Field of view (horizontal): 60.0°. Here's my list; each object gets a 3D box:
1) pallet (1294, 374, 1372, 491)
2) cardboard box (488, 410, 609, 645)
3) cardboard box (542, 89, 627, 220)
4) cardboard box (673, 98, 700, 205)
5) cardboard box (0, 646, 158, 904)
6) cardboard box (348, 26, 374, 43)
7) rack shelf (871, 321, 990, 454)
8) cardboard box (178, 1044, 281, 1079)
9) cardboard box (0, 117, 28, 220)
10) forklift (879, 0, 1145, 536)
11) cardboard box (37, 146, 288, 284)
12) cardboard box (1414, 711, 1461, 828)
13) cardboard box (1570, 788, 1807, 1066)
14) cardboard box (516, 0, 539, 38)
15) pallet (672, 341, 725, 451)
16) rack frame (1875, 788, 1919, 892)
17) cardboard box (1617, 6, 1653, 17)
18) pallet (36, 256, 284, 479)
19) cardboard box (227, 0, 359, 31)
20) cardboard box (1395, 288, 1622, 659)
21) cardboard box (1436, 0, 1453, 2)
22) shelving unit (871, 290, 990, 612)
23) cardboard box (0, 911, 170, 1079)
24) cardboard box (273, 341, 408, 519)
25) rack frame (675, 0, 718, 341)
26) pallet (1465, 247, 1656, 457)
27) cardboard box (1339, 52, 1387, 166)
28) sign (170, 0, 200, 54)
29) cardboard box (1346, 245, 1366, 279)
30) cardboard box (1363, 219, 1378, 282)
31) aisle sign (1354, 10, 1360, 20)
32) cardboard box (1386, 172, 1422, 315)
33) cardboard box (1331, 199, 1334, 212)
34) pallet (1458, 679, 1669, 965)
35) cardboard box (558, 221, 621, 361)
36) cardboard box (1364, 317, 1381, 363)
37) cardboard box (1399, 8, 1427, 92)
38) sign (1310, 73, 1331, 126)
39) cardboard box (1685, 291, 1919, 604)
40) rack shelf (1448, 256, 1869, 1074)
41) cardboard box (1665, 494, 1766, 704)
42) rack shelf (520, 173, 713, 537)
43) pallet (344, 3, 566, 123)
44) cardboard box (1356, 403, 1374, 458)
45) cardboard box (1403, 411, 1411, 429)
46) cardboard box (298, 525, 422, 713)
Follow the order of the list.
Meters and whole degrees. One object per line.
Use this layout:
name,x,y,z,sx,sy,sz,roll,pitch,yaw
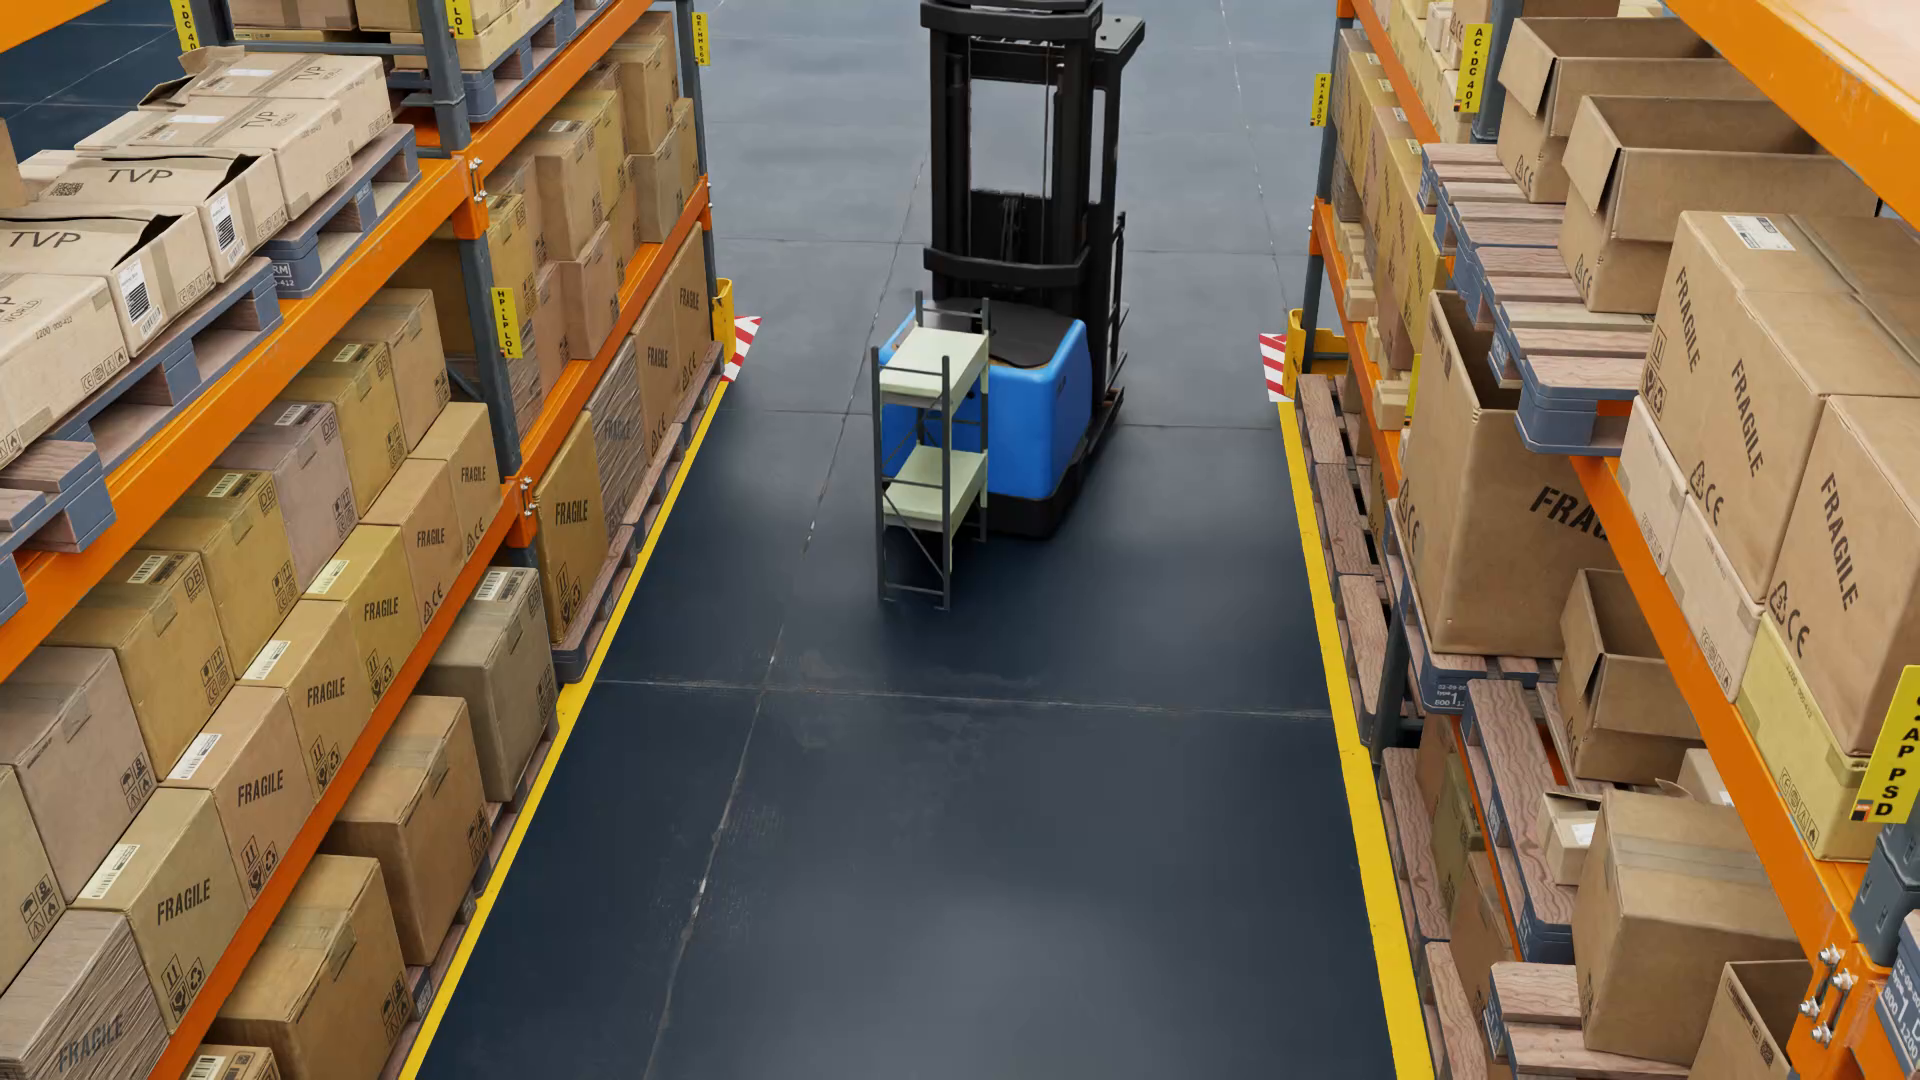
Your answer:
pallet,2.659,-0.668,10.414,1.003,0.211,1.213,2,32,4
cardboard box,-2.374,-0.092,8.445,0.875,0.875,0.875,3,32,5
cardboard box,-2.285,-2.053,8.831,0.875,0.550,0.500,2,32,4
cardboard box,-2.154,-2.451,10.506,0.875,0.550,0.550,2,32,4
cardboard box,-2.734,0.633,4.596,0.700,0.500,0.500,2,32,3
cardboard box,-2.763,-2.219,7.156,0.380,0.149,0.250,3,32,5
rack shelf,-0.144,-0.805,8.663,0.431,0.370,0.720,9,33,14
cardboard box,-2.681,2.064,5.065,1.050,0.750,0.750,2,32,3
cardboard box,-2.958,-0.862,4.620,0.500,0.500,0.500,2,32,4
forklift,0.441,-2.033,10.036,1.130,2.935,3.031,9,33,14
cardboard box,-2.418,-1.026,5.066,0.500,0.311,0.500,1,32,2
cardboard box,2.369,0.970,7.060,0.700,0.500,0.500,0,32,0
cardboard box,2.065,1.063,4.451,0.700,0.500,0.500,7,32,11
cardboard box,-2.085,-2.325,7.328,0.380,0.149,0.250,2,32,4
pallet,-2.156,-0.975,10.911,1.003,0.211,1.213,2,32,4
rack frame,2.115,-0.689,2.071,1.000,3.000,0.127,2,32,4
cardboard box,2.748,-2.180,7.112,0.380,0.149,0.250,3,32,5
pallet,-2.733,-0.520,4.837,1.003,0.211,1.213,4,32,6
cardboard box,-2.711,-2.321,6.942,0.500,0.250,0.500,2,32,3
cardboard box,2.236,-0.252,6.107,1.000,1.000,1.000,3,32,4
cardboard box,2.317,-2.340,7.372,0.380,0.149,0.250,4,32,6
shelving unit,-0.144,-0.472,8.867,0.431,1.500,0.755,9,33,14
cardboard box,-2.515,1.334,4.411,0.500,0.500,0.500,3,32,5
cardboard box,-2.569,-0.431,6.322,0.700,0.500,0.500,2,32,3
rack frame,-2.169,-2.583,10.863,1.000,3.000,0.127,2,32,4
pallet,2.203,-0.563,4.905,1.213,0.211,1.003,2,32,4
cardboard box,2.402,-2.376,9.195,0.500,0.500,0.500,2,32,4
sign,-3.048,-2.045,6.563,0.100,0.325,0.005,2,32,4
cardboard box,2.404,-1.551,9.427,0.380,0.149,0.250,2,32,4
cardboard box,2.689,-1.675,9.010,0.875,0.500,0.500,2,32,4
aisle sign,2.472,-3.470,9.825,0.394,0.787,0.004,2,32,4
cardboard box,2.242,-1.330,7.498,0.500,0.500,0.500,2,32,4
cardboard box,2.505,-2.073,10.274,0.380,0.149,0.250,2,32,4
pallet,2.235,0.910,5.378,1.003,0.211,1.213,2,32,4
cardboard box,-2.293,-1.315,8.662,0.875,0.550,0.550,2,32,4
cardboard box,2.302,-1.029,8.580,0.380,0.149,0.250,2,32,4
cardboard box,2.307,-2.229,7.572,0.500,0.250,0.500,2,32,4
sign,2.225,-2.710,10.244,0.100,0.325,0.005,2,32,4
cardboard box,1.935,-0.196,3.559,0.500,0.500,0.500,2,32,4
rack shelf,2.278,-0.152,4.744,1.077,0.370,4.000,2,32,4
cardboard box,1.936,0.132,3.740,0.500,0.250,0.500,2,32,4
rack shelf,-2.332,-1.231,9.355,1.077,0.370,4.000,2,32,4
pallet,-2.418,-2.158,7.399,1.003,0.211,1.213,2,32,4
cardboard box,2.684,-0.793,9.941,0.500,0.500,0.500,11,33,17
cardboard box,2.275,-0.503,7.727,0.380,0.149,0.250,2,32,4
cardboard box,-2.353,0.279,6.124,0.500,0.500,0.500,3,32,5
